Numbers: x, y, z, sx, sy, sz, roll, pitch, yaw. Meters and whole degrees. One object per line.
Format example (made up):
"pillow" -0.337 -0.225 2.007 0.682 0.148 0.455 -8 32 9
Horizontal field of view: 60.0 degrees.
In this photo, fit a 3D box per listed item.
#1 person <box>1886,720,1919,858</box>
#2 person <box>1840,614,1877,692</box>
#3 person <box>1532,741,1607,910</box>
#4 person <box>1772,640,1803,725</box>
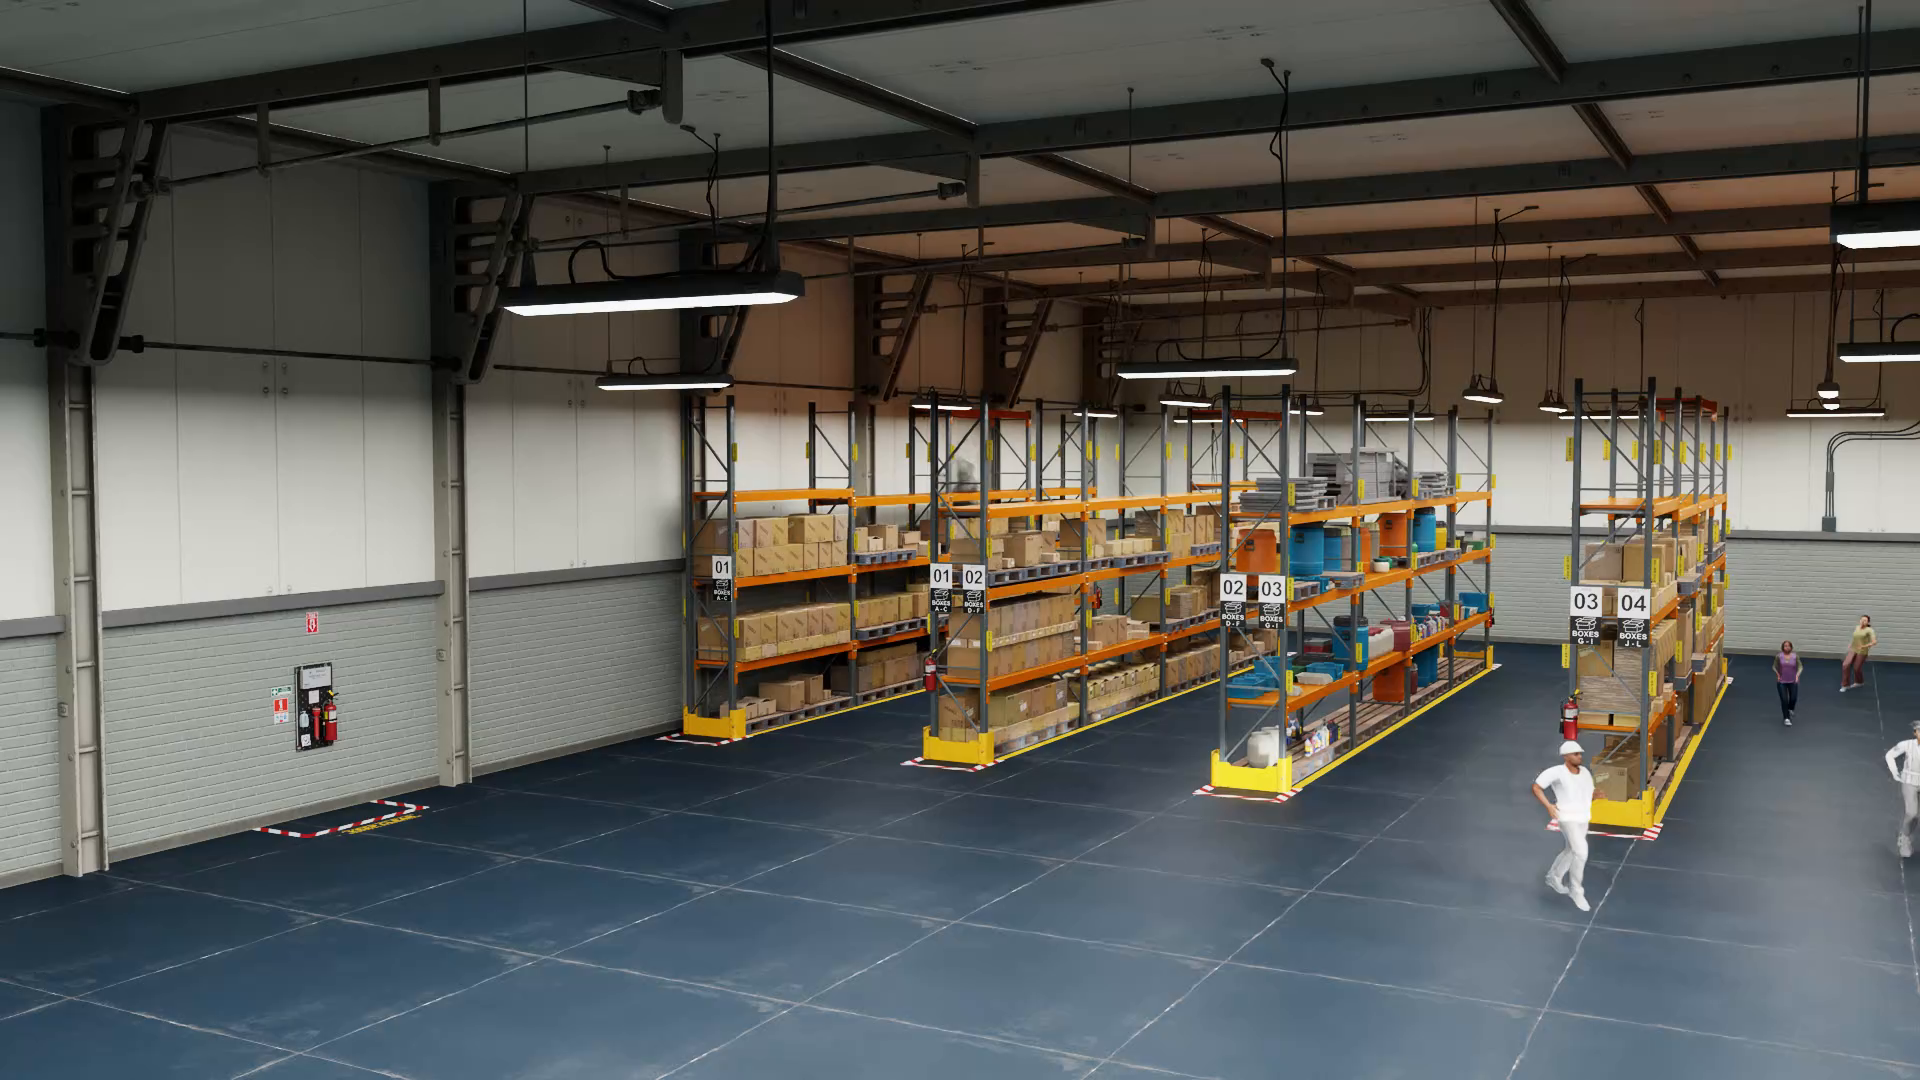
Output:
"person" 11.898 3.086 20.661 0.645 1.734 0.614 1 3 13
"person" 18.865 2.378 34.786 0.804 1.660 0.608 -2 4 -31
"person" 6.799 3.143 18.468 0.674 1.826 0.732 -2 4 -31
"person" 15.180 2.626 30.520 0.512 1.535 0.524 1 3 24
